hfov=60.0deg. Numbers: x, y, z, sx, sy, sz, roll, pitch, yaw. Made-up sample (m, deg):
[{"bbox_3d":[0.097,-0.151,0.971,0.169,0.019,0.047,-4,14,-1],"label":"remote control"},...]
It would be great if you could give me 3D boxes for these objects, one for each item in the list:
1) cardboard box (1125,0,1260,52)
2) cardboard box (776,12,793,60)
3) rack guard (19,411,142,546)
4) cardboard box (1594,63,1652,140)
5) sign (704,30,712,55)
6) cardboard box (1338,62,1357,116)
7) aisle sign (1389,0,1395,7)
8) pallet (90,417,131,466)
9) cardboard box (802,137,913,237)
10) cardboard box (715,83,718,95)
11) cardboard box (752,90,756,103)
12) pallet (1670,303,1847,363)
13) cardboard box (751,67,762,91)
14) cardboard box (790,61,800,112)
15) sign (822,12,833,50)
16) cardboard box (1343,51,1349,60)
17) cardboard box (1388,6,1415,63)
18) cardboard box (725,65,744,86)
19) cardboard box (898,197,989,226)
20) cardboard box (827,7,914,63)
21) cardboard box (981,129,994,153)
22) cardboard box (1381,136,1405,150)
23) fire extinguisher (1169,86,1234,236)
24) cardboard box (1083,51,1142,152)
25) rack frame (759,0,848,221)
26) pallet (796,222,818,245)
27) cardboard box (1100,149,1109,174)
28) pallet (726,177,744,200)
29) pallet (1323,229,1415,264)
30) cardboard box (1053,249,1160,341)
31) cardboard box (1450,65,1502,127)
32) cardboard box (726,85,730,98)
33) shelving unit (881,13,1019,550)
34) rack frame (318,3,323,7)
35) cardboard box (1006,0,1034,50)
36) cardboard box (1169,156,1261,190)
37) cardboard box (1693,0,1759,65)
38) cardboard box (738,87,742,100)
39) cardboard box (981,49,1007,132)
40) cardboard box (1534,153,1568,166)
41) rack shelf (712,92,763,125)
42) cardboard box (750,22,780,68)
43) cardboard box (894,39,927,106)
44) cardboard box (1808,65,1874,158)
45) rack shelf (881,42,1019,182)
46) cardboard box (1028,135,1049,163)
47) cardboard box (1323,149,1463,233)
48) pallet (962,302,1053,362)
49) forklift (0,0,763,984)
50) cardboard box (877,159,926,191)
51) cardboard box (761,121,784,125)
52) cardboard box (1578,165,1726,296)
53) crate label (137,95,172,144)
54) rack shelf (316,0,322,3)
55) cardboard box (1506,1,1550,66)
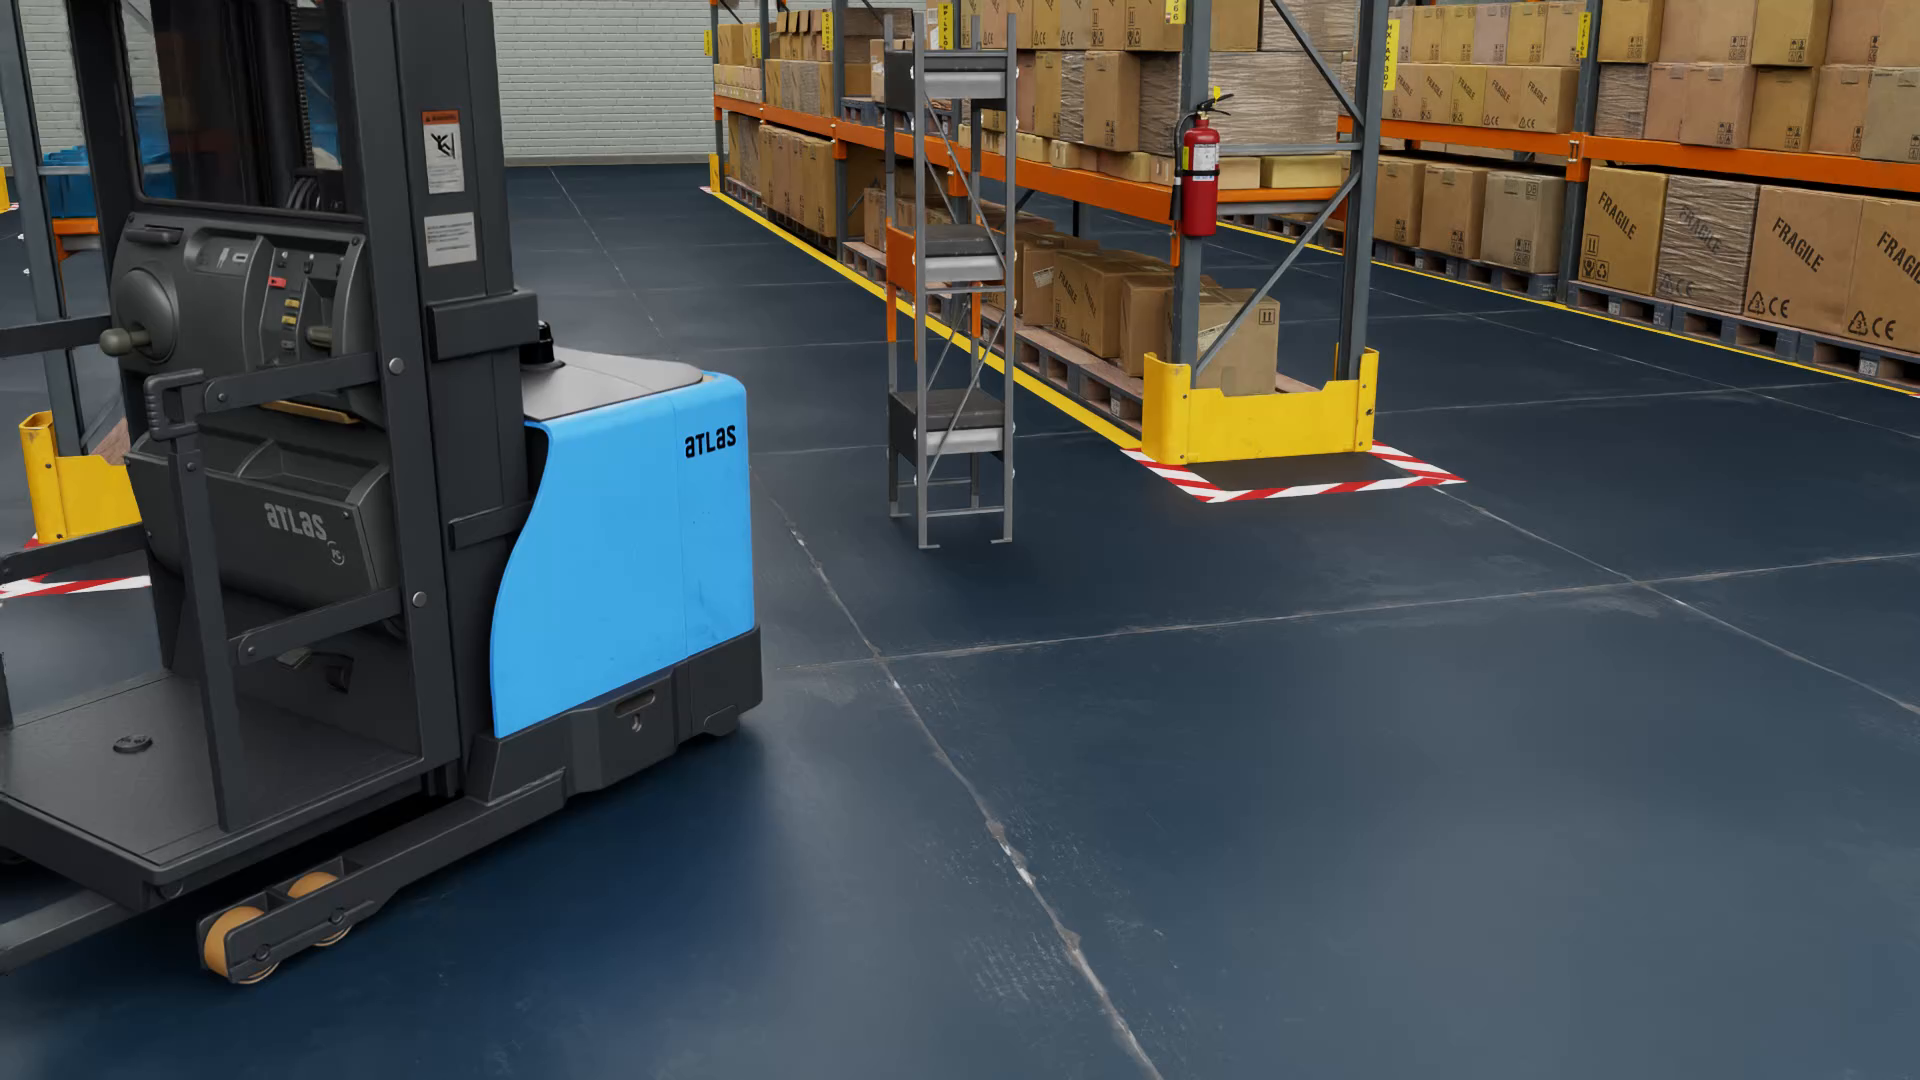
[{"bbox_3d":[1.146,-2.675,8.215,0.500,0.500,0.500,-5,17,-15],"label":"cardboard box"},{"bbox_3d":[-1.580,-5.545,18.281,0.797,0.503,0.637,-5,17,-17],"label":"cardboard box"},{"bbox_3d":[-3.294,-0.302,7.089,1.175,0.500,0.348,-5,17,-15],"label":"rack guard"},{"bbox_3d":[5.345,-3.315,12.513,0.875,0.550,0.550,-5,17,-15],"label":"cardboard box"},{"bbox_3d":[-3.398,-6.710,22.432,0.100,0.325,0.005,-5,17,-15],"label":"sign"},{"bbox_3d":[3.996,-4.353,16.055,0.500,0.500,0.500,-5,17,-15],"label":"cardboard box"},{"bbox_3d":[6.367,-8.325,24.933,0.394,0.787,0.004,-5,17,-15],"label":"aisle sign"},{"bbox_3d":[-3.512,-0.389,7.880,1.003,0.211,1.213,-5,17,-15],"label":"pallet"},{"bbox_3d":[-0.834,-3.462,16.228,1.225,0.875,0.875,-6,18,-18],"label":"cardboard box"},{"bbox_3d":[-3.082,-6.055,22.331,0.380,0.149,0.250,-4,17,-15],"label":"cardboard box"},{"bbox_3d":[-2.233,-5.202,19.493,0.380,0.149,0.250,-4,17,-14],"label":"cardboard box"},{"bbox_3d":[5.705,-1.454,11.426,1.003,0.211,1.213,-5,17,-15],"label":"pallet"},{"bbox_3d":[-2.137,-5.365,19.342,0.500,0.250,0.500,-5,17,-16],"label":"cardboard box"},{"bbox_3d":[-1.454,-4.674,17.123,0.500,0.500,0.500,-4,17,-14],"label":"cardboard box"},{"bbox_3d":[-1.197,-4.596,15.026,0.100,0.325,0.005,-5,17,-15],"label":"sign"},{"bbox_3d":[4.116,-5.034,17.168,0.380,0.149,0.250,-5,17,-17],"label":"cardboard box"},{"bbox_3d":[4.387,-4.713,15.515,0.700,0.500,0.500,-5,17,-16],"label":"cardboard box"},{"bbox_3d":[-2.707,-5.933,21.234,0.500,0.250,0.500,-5,18,-17],"label":"cardboard box"},{"bbox_3d":[-0.134,-2.607,13.999,0.700,0.500,0.500,-3,17,-11],"label":"cardboard box"},{"bbox_3d":[-0.849,-4.818,15.861,0.797,0.503,0.637,-4,17,-13],"label":"cardboard box"},{"bbox_3d":[0.357,-2.639,10.961,0.380,0.149,0.250,-5,17,-15],"label":"cardboard box"},{"bbox_3d":[6.943,-5.882,25.044,0.875,0.438,0.875,-5,18,-17],"label":"cardboard box"},{"bbox_3d":[1.123,-1.768,7.759,0.296,0.674,0.183,-5,17,-15],"label":"fire extinguisher"},{"bbox_3d":[1.157,-2.347,8.860,0.875,0.500,0.500,-5,17,-15],"label":"cardboard box"},{"bbox_3d":[-1.763,-5.193,19.025,1.000,3.000,0.127,-5,17,-15],"label":"rack frame"},{"bbox_3d":[-1.140,-3.312,17.610,1.003,0.211,1.213,-5,17,-15],"label":"pallet"},{"bbox_3d":[0.989,-2.093,9.142,0.380,0.149,0.250,-5,17,-15],"label":"cardboard box"},{"bbox_3d":[-2.568,-4.749,22.394,1.003,0.211,1.213,-5,17,-15],"label":"pallet"},{"bbox_3d":[4.277,-2.891,16.210,1.003,0.211,1.213,-5,17,-15],"label":"pallet"},{"bbox_3d":[0.917,-1.547,10.502,0.500,0.500,0.500,-6,18,-20],"label":"cardboard box"},{"bbox_3d":[4.554,-3.795,14.197,0.500,0.500,0.500,-5,17,-15],"label":"cardboard box"},{"bbox_3d":[-2.798,-5.771,21.385,0.380,0.149,0.250,-5,17,-16],"label":"cardboard box"},{"bbox_3d":[-0.045,-1.051,6.802,0.431,2.100,0.503,-5,17,-15],"label":"shelving unit"},{"bbox_3d":[-7.625,-5.908,21.405,1.000,3.000,0.127,-5,17,-15],"label":"rack frame"},{"bbox_3d":[0.590,-3.228,10.056,0.500,0.500,0.500,-5,17,-15],"label":"cardboard box"},{"bbox_3d":[1.258,-1.816,8.219,0.380,0.149,0.250,-5,17,-15],"label":"cardboard box"},{"bbox_3d":[5.579,-3.525,11.336,0.875,0.550,0.550,-5,17,-15],"label":"cardboard box"},{"bbox_3d":[-2.516,-5.486,20.439,0.380,0.149,0.250,-5,17,-16],"label":"cardboard box"},{"bbox_3d":[0.603,-2.900,10.701,0.875,0.500,0.500,-5,17,-15],"label":"cardboard box"},{"bbox_3d":[8.012,-4.995,21.329,0.875,0.875,0.875,-4,17,-14],"label":"cardboard box"},{"bbox_3d":[-2.313,-5.401,20.970,1.077,0.370,4.000,-5,17,-15],"label":"rack shelf"},{"bbox_3d":[-2.147,-5.729,19.249,0.500,0.500,0.500,-4,17,-14],"label":"cardboard box"},{"bbox_3d":[-0.130,-3.703,13.155,0.797,0.503,0.637,-3,17,-10],"label":"cardboard box"},{"bbox_3d":[5.980,-2.724,10.545,0.875,0.550,0.550,-5,17,-15],"label":"cardboard box"},{"bbox_3d":[-0.045,-1.709,6.605,0.431,0.518,0.480,-5,17,-15],"label":"rack shelf"},{"bbox_3d":[0.630,-2.363,10.040,0.380,0.149,0.250,-5,17,-15],"label":"cardboard box"},{"bbox_3d":[4.213,-3.399,16.233,1.050,0.750,0.750,-5,17,-16],"label":"cardboard box"},{"bbox_3d":[0.654,-1.461,11.450,1.003,0.211,1.213,-5,17,-15],"label":"pallet"},{"bbox_3d":[-1.840,-0.577,3.777,1.130,2.935,3.031,11,20,32],"label":"forklift"},{"bbox_3d":[-0.451,-3.276,14.921,0.500,0.250,0.500,-4,17,-13],"label":"cardboard box"},{"bbox_3d":[-1.868,-4.565,19.899,0.875,0.875,0.875,-5,17,-15],"label":"cardboard box"},{"bbox_3d":[5.337,-2.348,12.518,0.875,0.875,0.875,-4,17,-14],"label":"cardboard box"},{"bbox_3d":[-3.994,-1.987,8.290,0.502,0.435,0.616,-5,17,-15],"label":"crate label"},{"bbox_3d":[-7.075,-6.446,19.235,1.077,0.370,4.000,-5,17,-15],"label":"rack shelf"},{"bbox_3d":[4.947,-4.150,13.641,0.700,0.500,0.500,-5,17,-16],"label":"cardboard box"}]
